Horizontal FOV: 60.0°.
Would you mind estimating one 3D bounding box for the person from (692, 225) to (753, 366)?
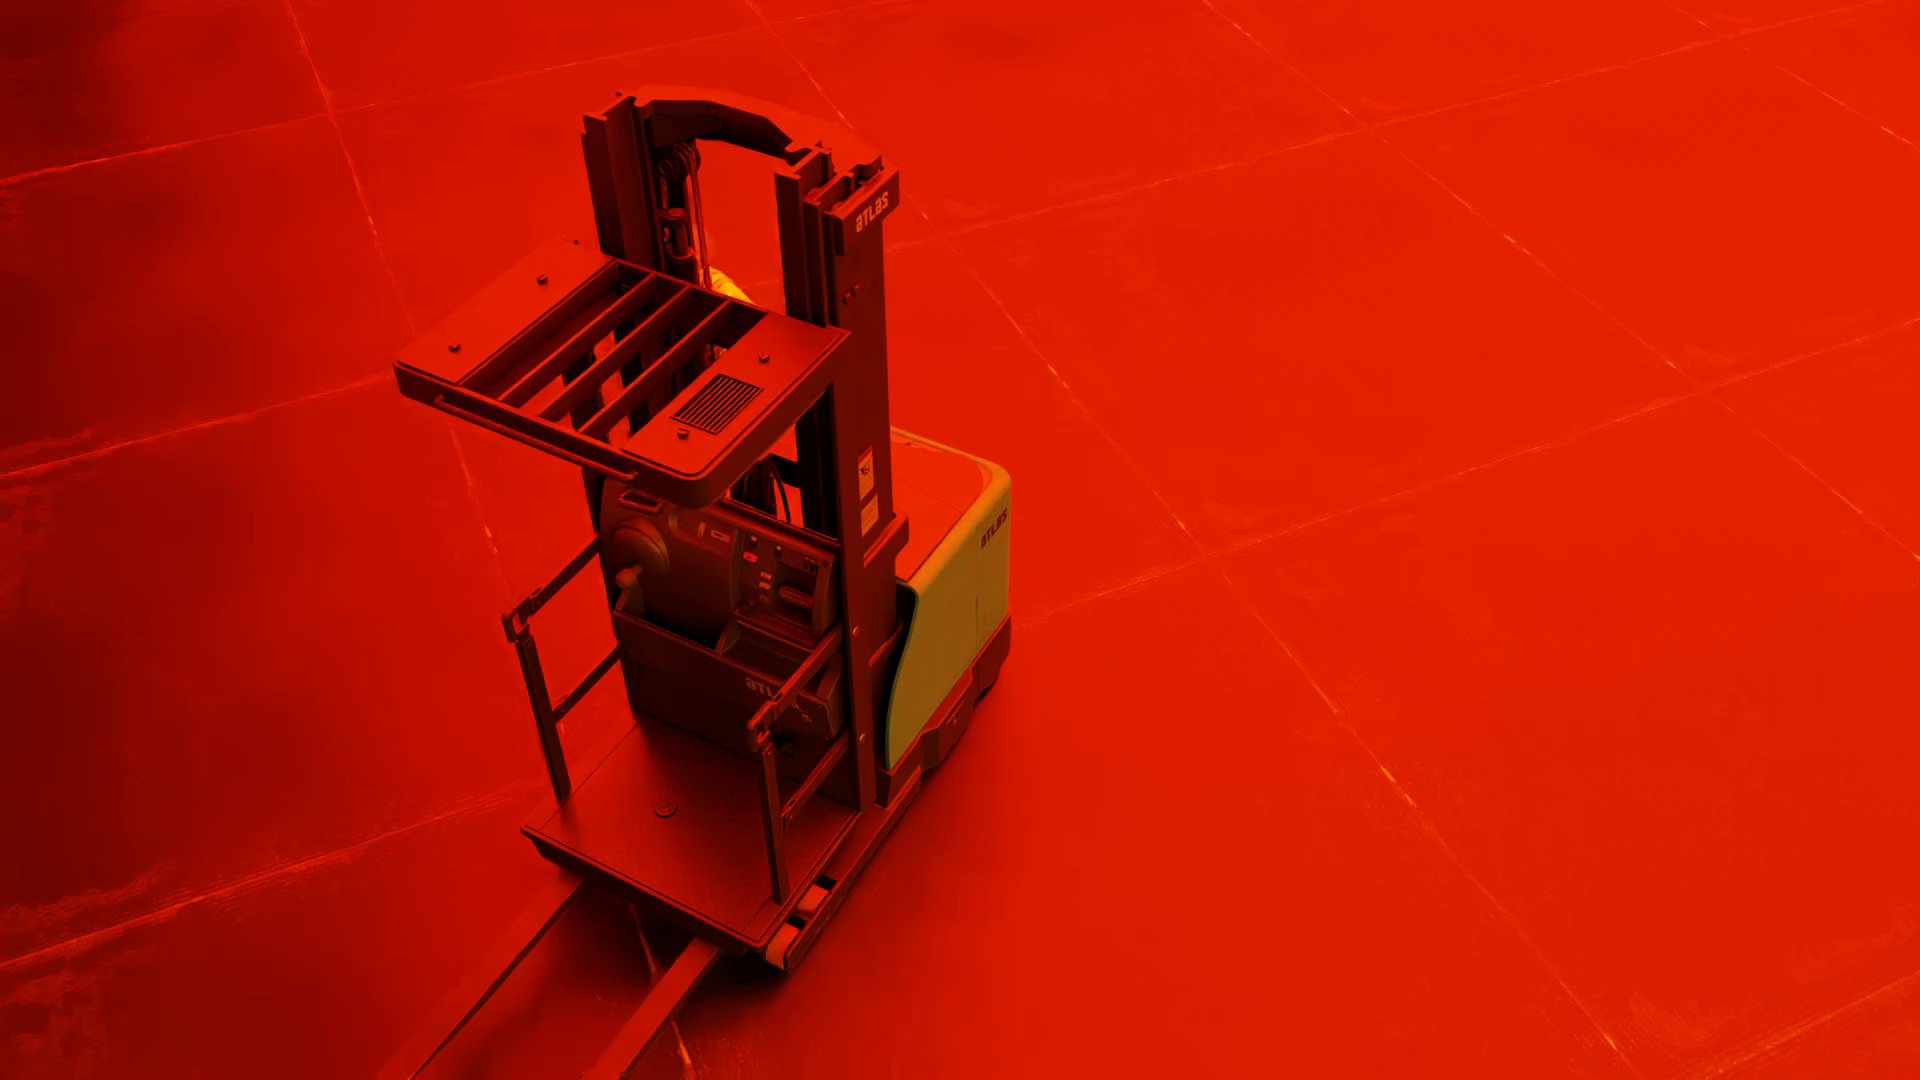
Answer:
[{"bbox_3d":[-1.124,-0.874,7.714,0.609,1.465,0.757,-26,49,-25],"label":"person"}]

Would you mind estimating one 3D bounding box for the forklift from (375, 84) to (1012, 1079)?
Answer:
[{"bbox_3d":[-0.938,0.149,5.521,1.130,2.935,3.031,21,47,21],"label":"forklift"}]
